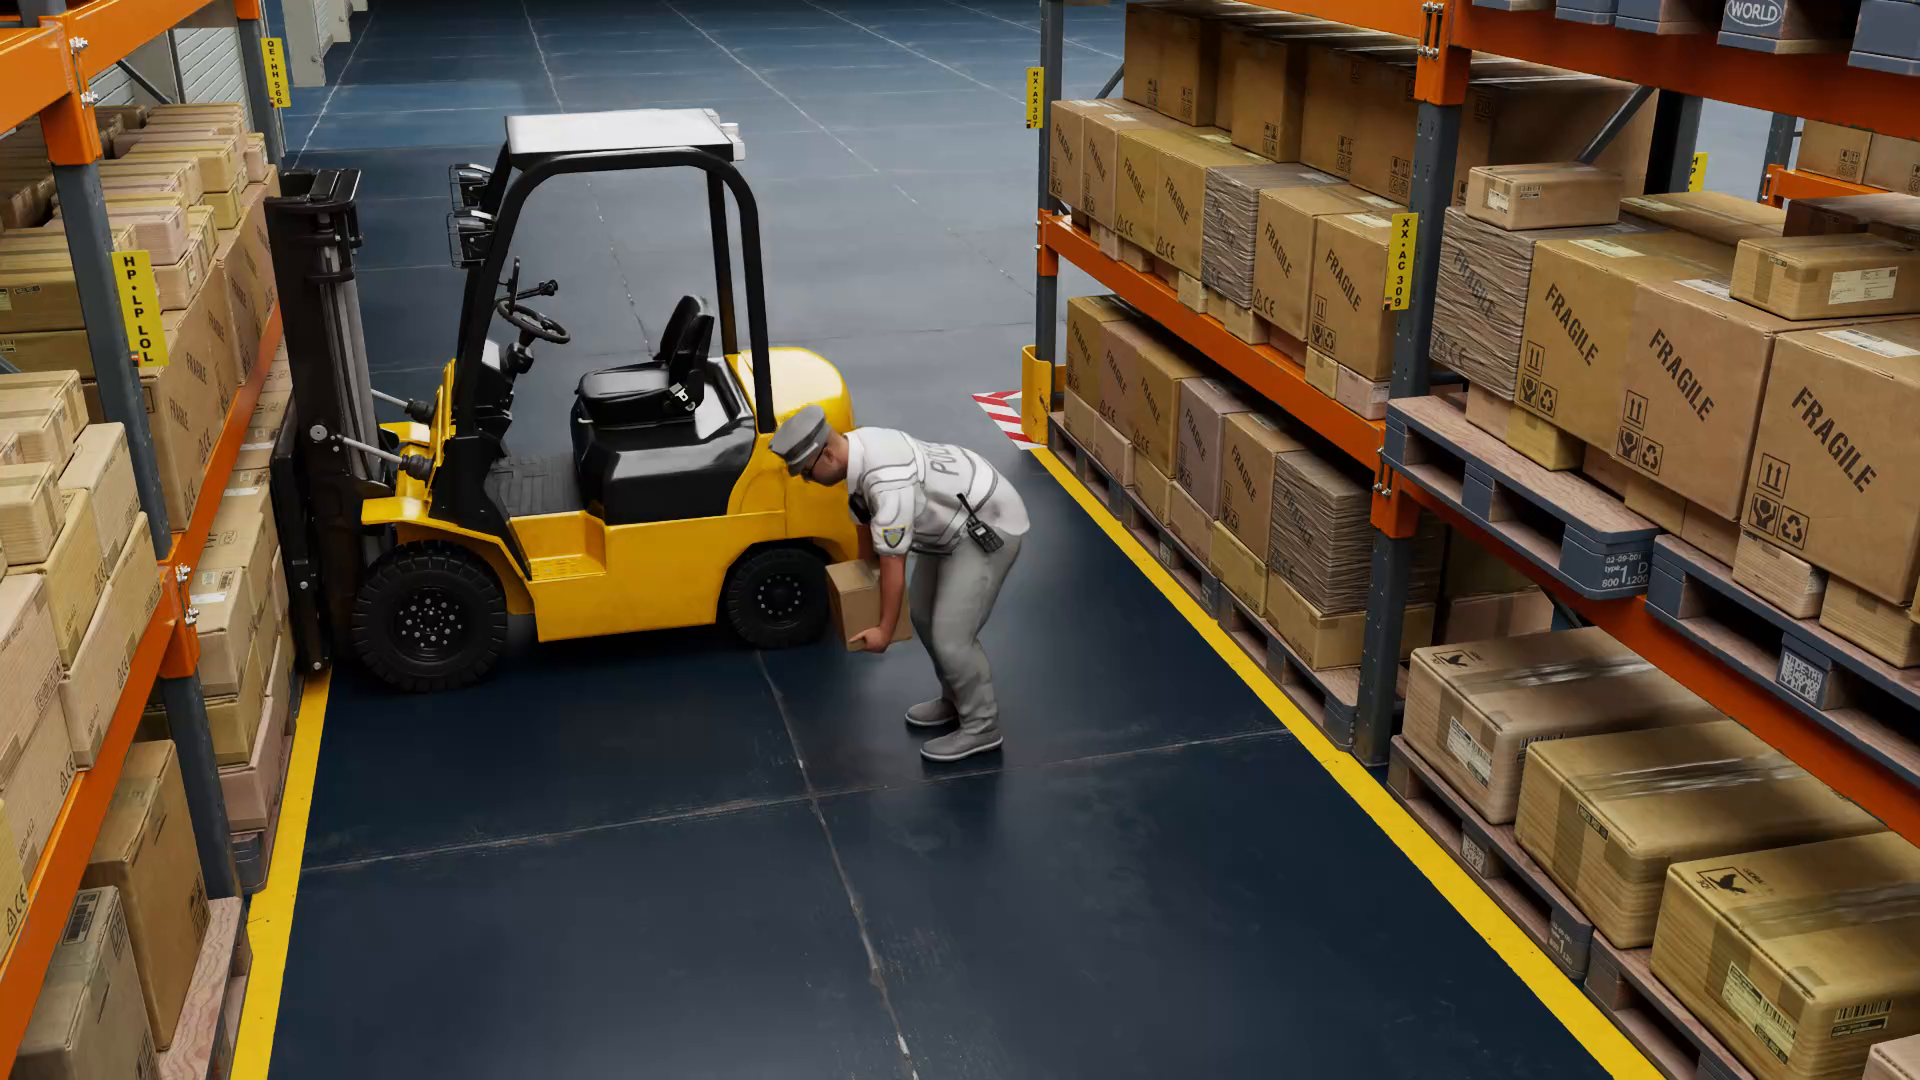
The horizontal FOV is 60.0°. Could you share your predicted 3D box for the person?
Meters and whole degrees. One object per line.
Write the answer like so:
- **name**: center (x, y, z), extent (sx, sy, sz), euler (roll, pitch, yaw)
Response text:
- **person**: center (-0.222, 0.143, 6.194), extent (0.962, 1.413, 0.501), euler (-7, 24, -16)
